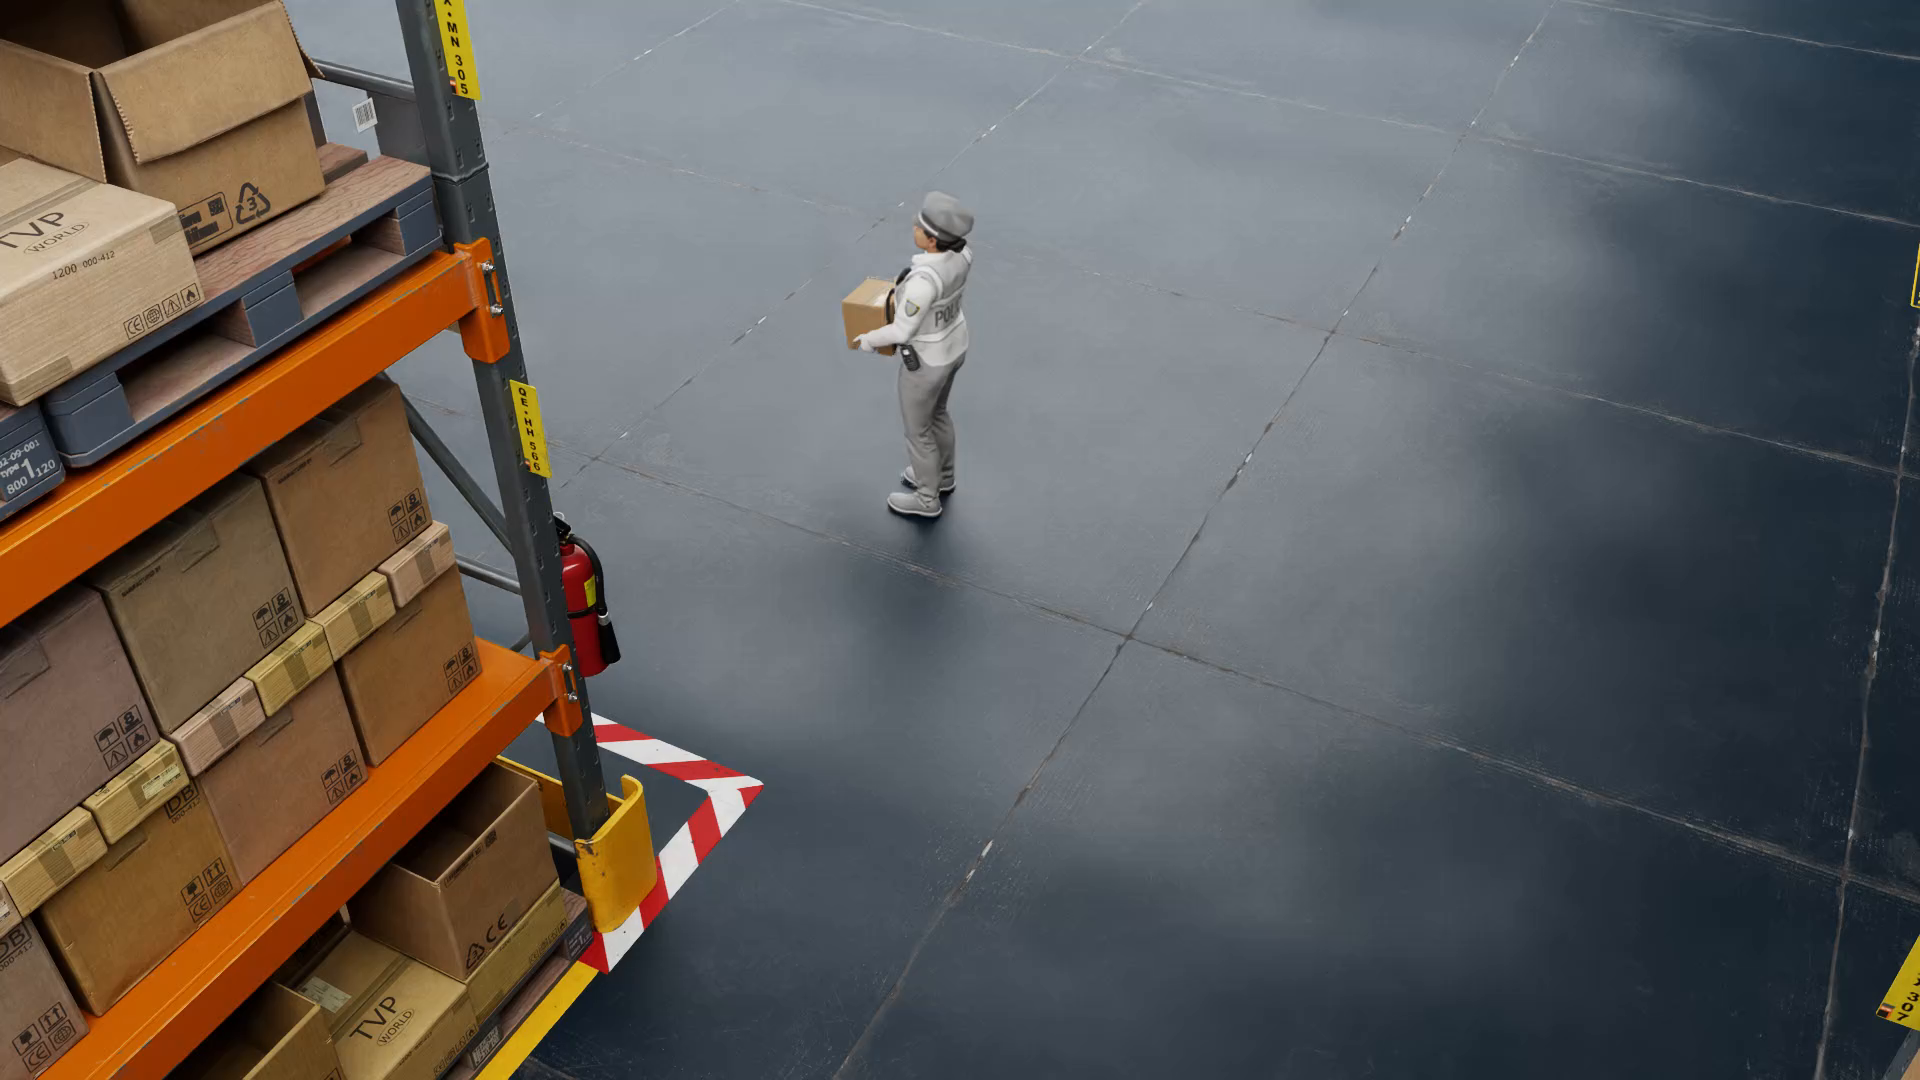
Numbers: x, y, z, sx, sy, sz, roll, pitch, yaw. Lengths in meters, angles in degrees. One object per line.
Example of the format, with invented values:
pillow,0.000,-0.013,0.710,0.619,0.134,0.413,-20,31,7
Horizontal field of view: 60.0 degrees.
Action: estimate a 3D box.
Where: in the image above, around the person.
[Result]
person,-0.198,-0.879,7.837,0.554,1.695,0.467,18,42,21
